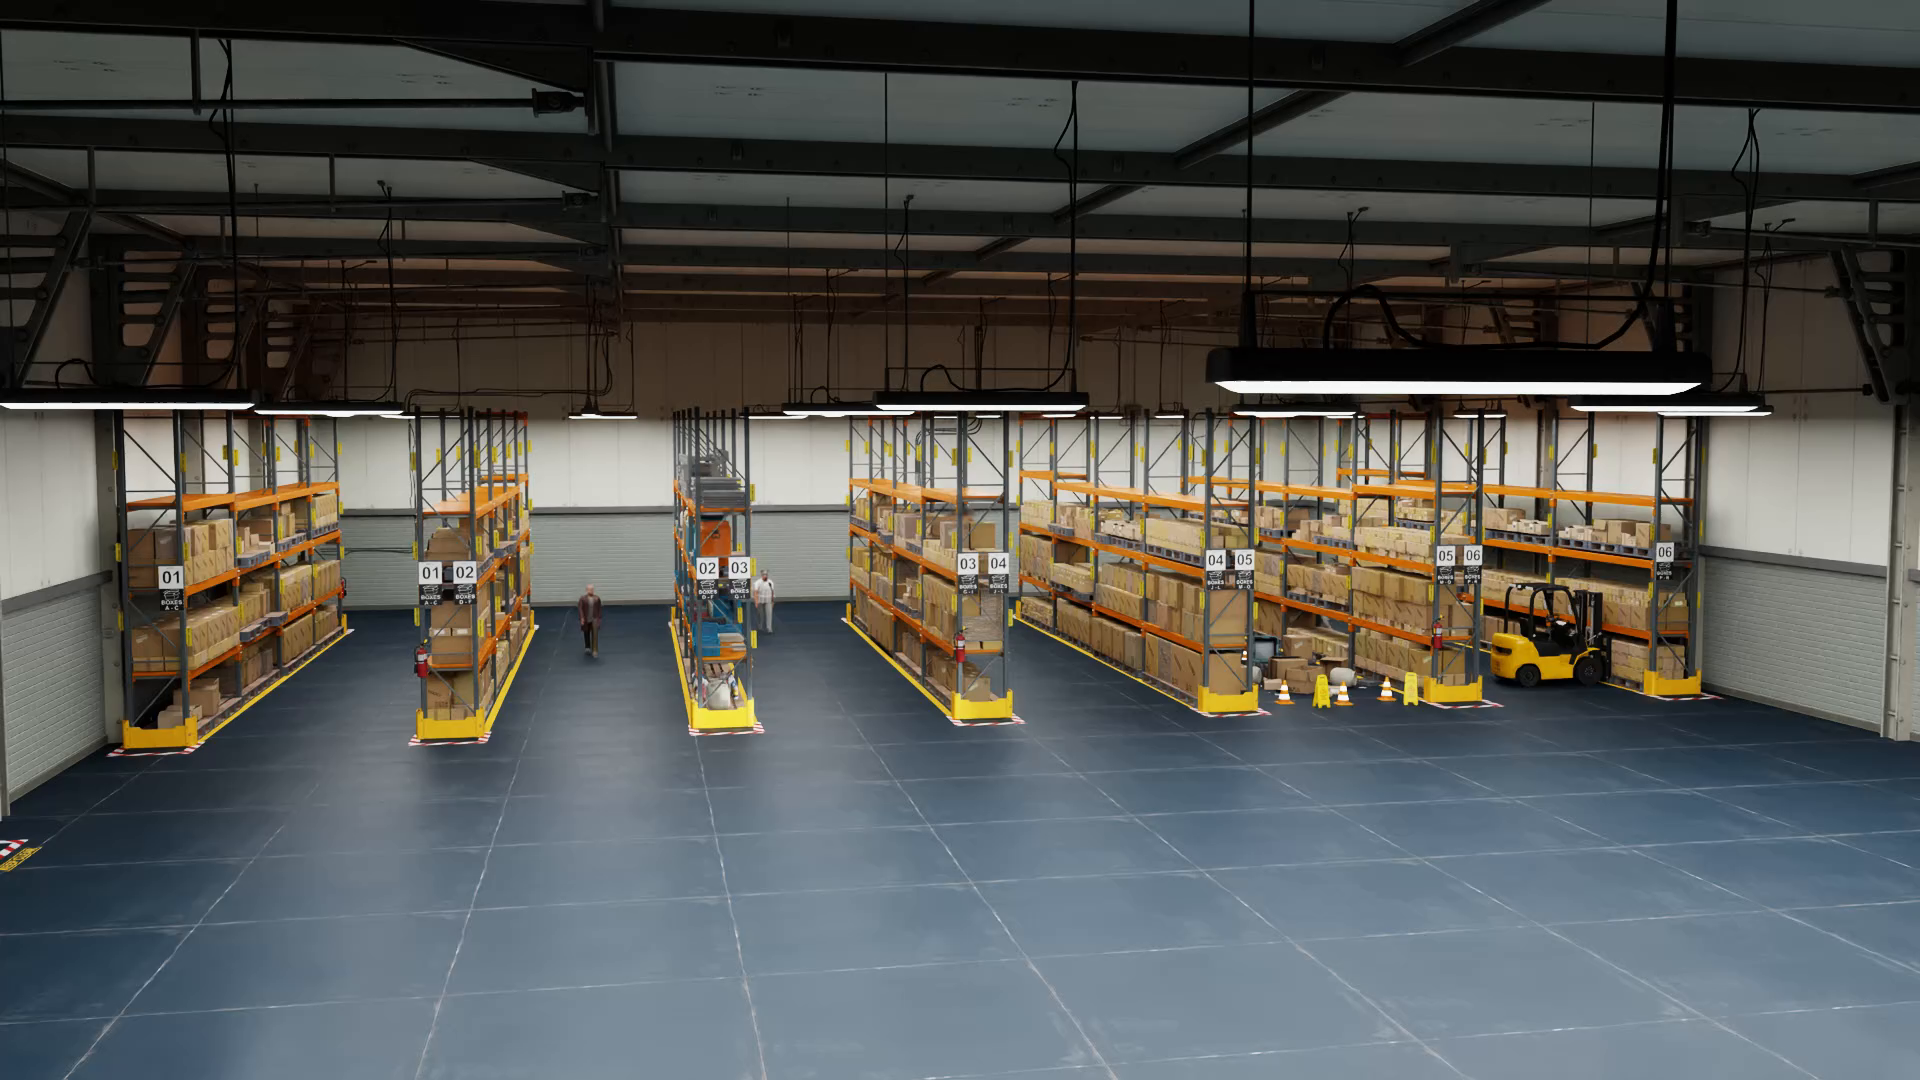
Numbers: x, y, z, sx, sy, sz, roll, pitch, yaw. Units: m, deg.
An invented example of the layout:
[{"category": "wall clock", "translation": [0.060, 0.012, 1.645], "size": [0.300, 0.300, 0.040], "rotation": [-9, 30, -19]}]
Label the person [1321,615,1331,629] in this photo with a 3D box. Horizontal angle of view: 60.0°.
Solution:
[{"category": "person", "translation": [9.916, 1.662, 44.922], "size": [0.599, 1.756, 0.633], "rotation": [-2, 5, -29]}]

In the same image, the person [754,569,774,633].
[{"category": "person", "translation": [-5.313, 1.649, 45.121], "size": [0.572, 1.709, 1.099], "rotation": [-1, 4, -14]}]

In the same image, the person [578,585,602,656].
[{"category": "person", "translation": [-9.055, 1.958, 40.669], "size": [0.576, 1.715, 1.169], "rotation": [-1, 4, -13]}]
